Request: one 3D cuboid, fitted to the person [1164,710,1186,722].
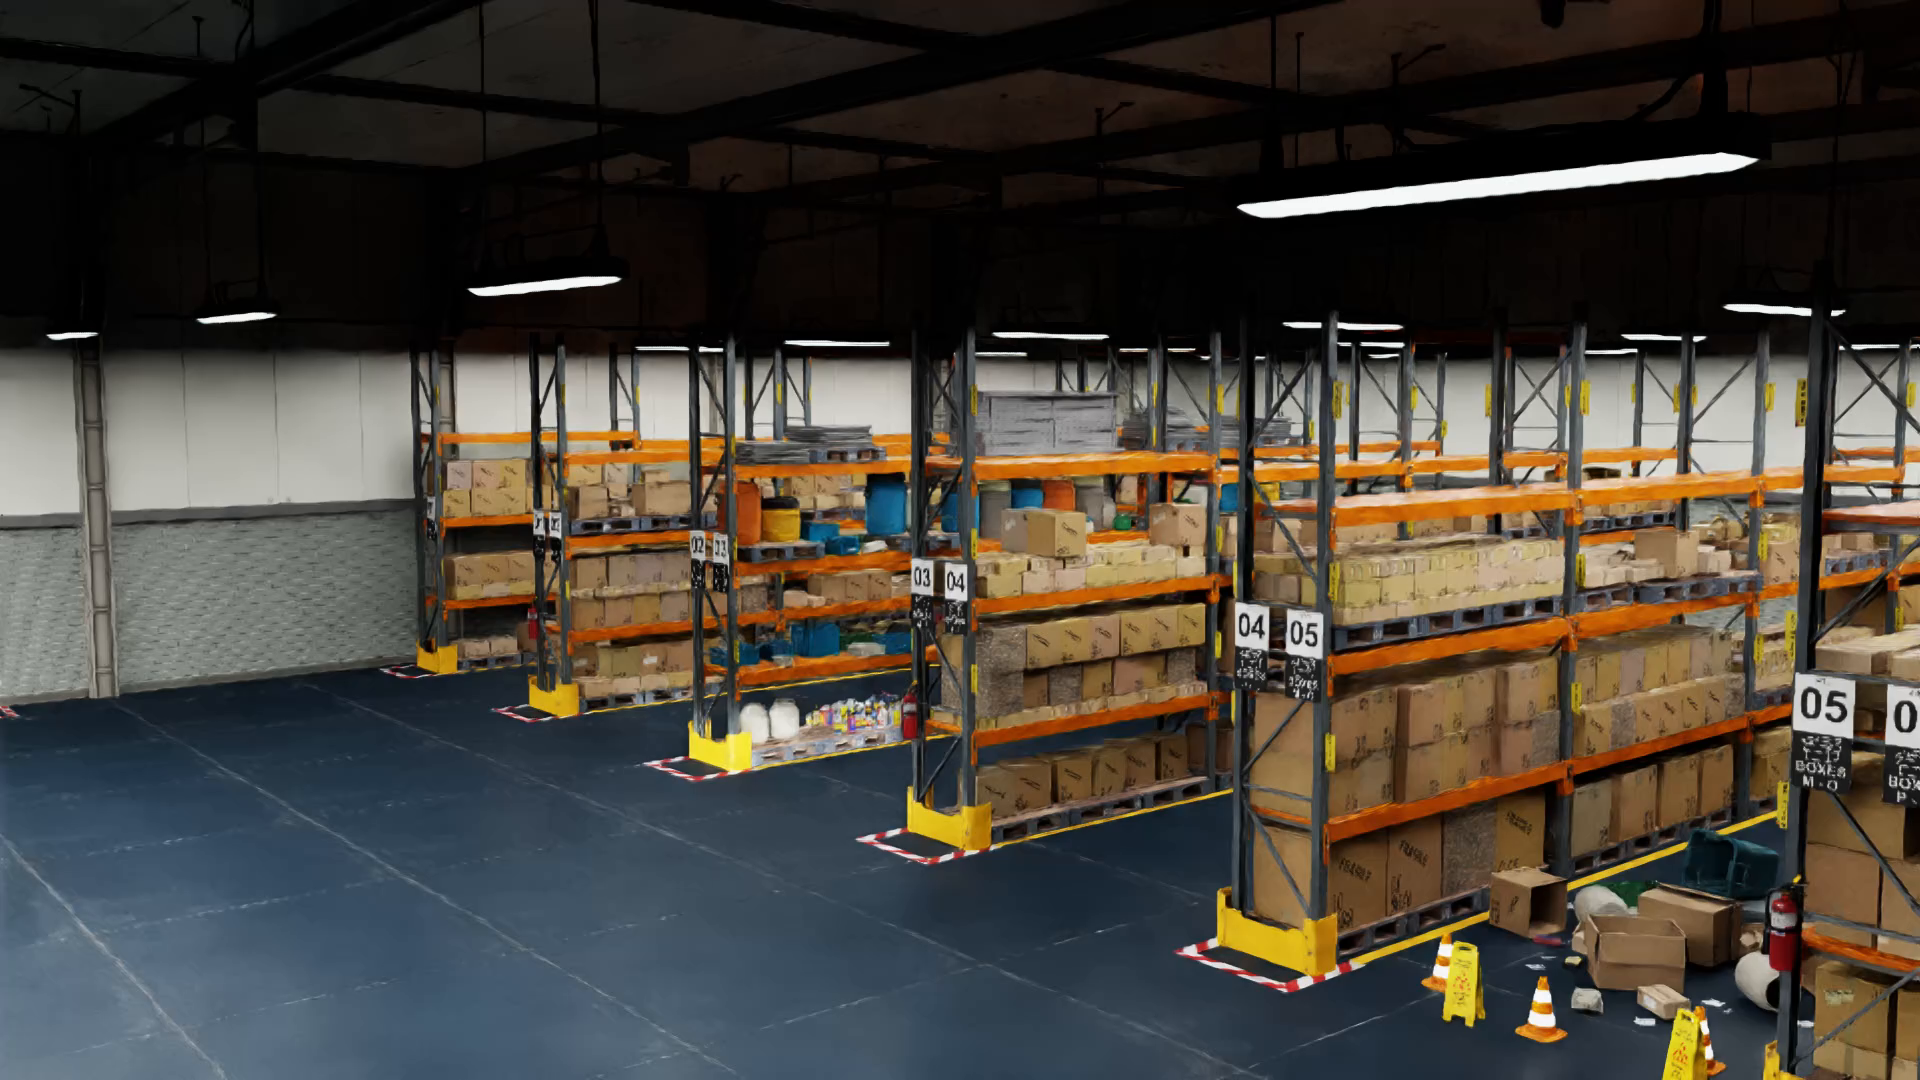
[{"bbox_3d":[3.243,1.912,25.725,0.528,1.727,1.030,5,7,42],"label":"person"}]
